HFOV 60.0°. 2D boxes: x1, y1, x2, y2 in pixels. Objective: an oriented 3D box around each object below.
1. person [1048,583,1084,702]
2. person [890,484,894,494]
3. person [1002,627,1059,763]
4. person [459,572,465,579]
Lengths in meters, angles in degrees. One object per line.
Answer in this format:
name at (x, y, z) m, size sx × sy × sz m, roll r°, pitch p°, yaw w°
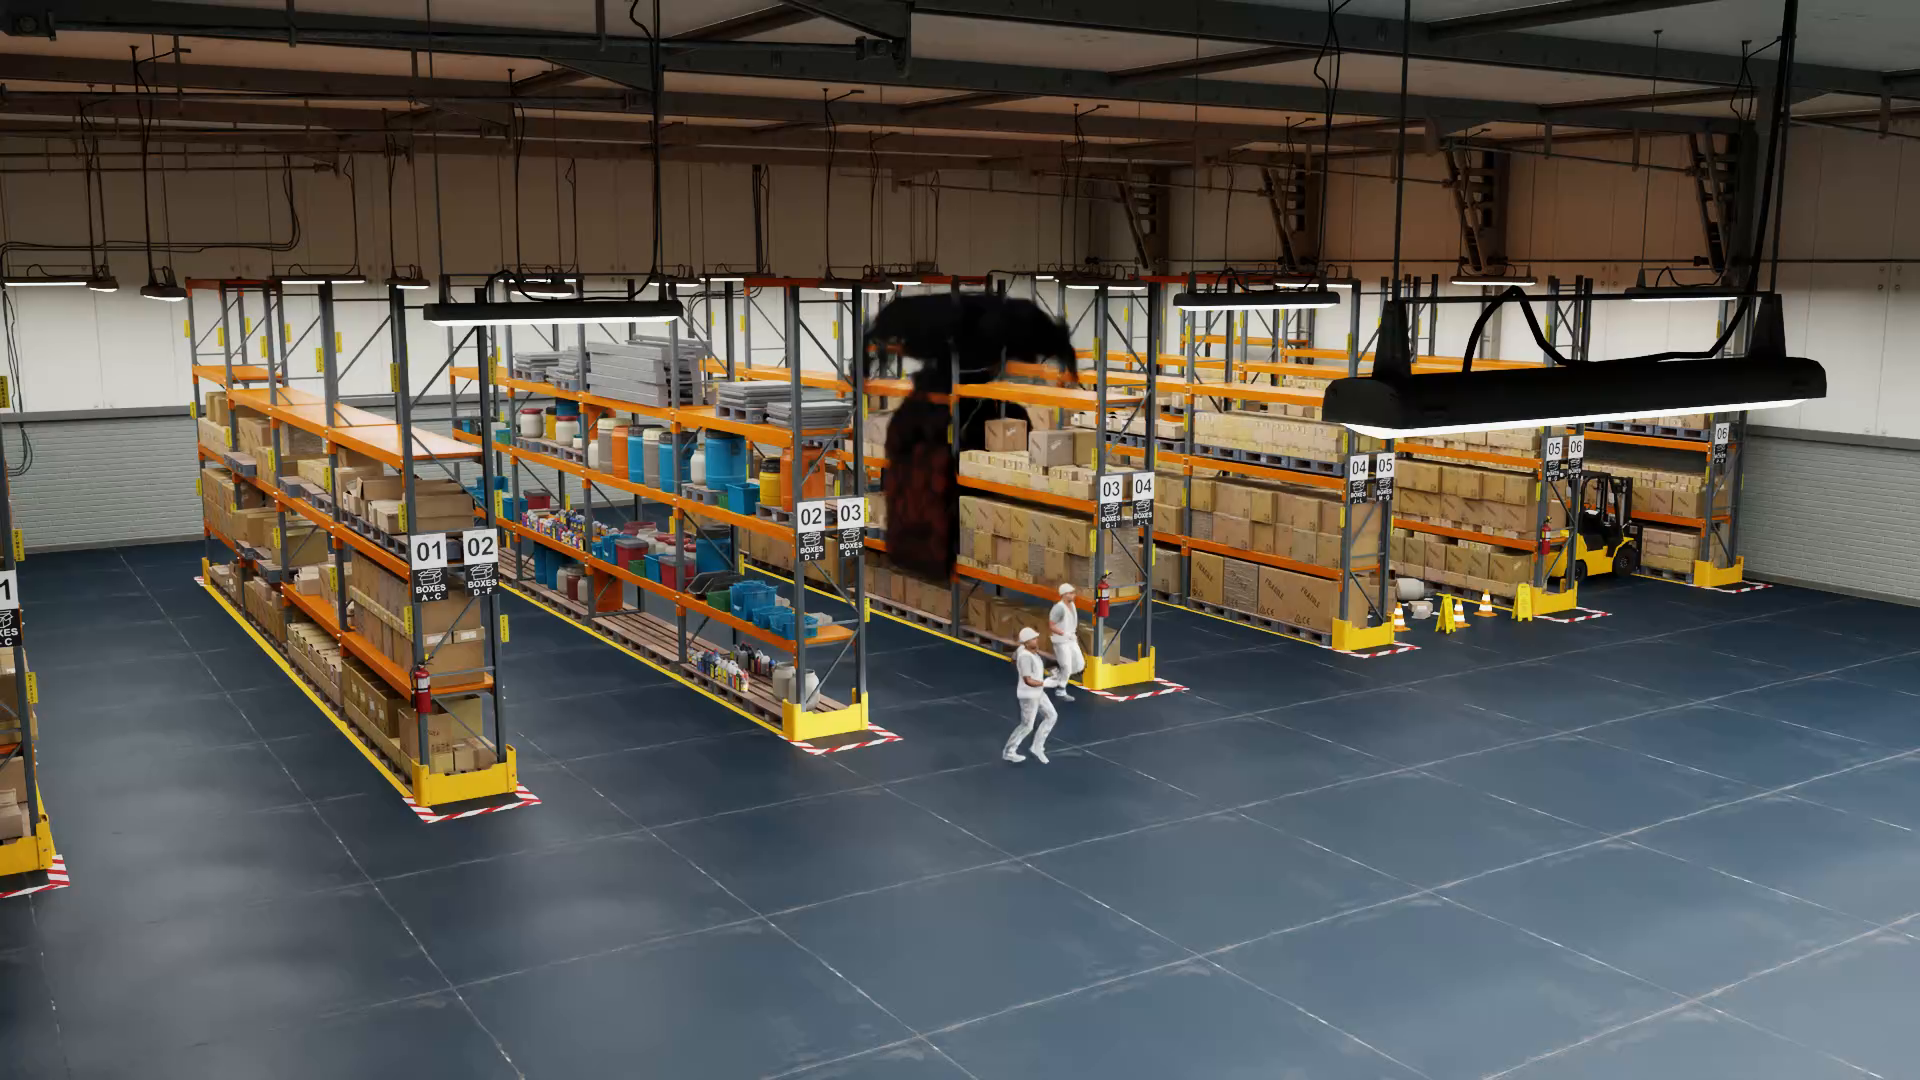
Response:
person at (1.520, 1.469, 24.031) m, size 0.614 × 1.721 × 0.660 m, roll 6°, pitch 11°, yaw 33°
person at (-1.543, -0.412, 35.671) m, size 0.580 × 1.668 × 1.025 m, roll -7°, pitch 12°, yaw -35°
person at (0.904, 1.975, 21.039) m, size 0.724 × 1.795 × 0.689 m, roll 2°, pitch 10°, yaw 10°
person at (-8.690, 0.557, 29.455) m, size 0.681 × 1.763 × 0.749 m, roll -7°, pitch 12°, yaw -34°
